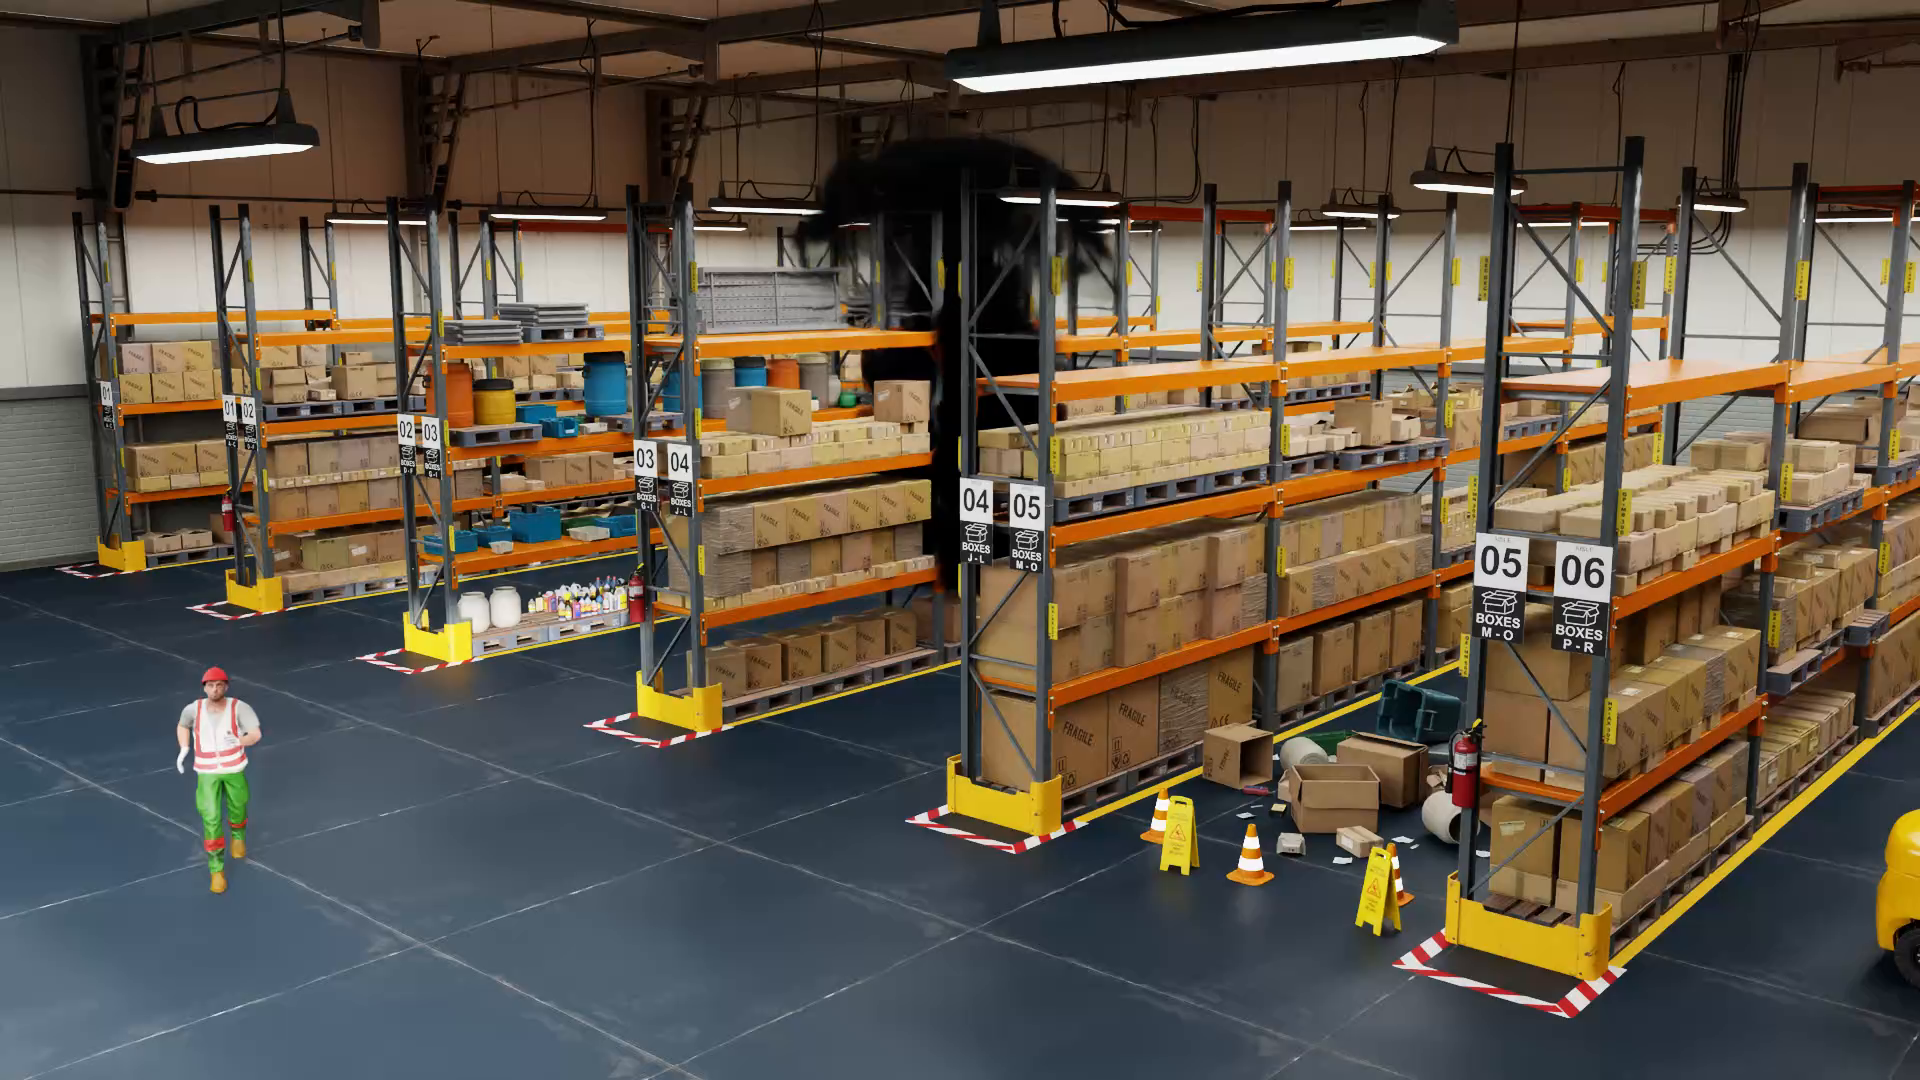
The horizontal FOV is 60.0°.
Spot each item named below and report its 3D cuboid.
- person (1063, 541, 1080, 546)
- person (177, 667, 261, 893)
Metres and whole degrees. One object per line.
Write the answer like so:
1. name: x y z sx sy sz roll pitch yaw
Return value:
1. person: 1.534 0.587 20.725 0.731 1.745 0.769 7 12 35
2. person: -6.222 1.947 14.004 0.662 1.786 0.982 -4 10 -22
